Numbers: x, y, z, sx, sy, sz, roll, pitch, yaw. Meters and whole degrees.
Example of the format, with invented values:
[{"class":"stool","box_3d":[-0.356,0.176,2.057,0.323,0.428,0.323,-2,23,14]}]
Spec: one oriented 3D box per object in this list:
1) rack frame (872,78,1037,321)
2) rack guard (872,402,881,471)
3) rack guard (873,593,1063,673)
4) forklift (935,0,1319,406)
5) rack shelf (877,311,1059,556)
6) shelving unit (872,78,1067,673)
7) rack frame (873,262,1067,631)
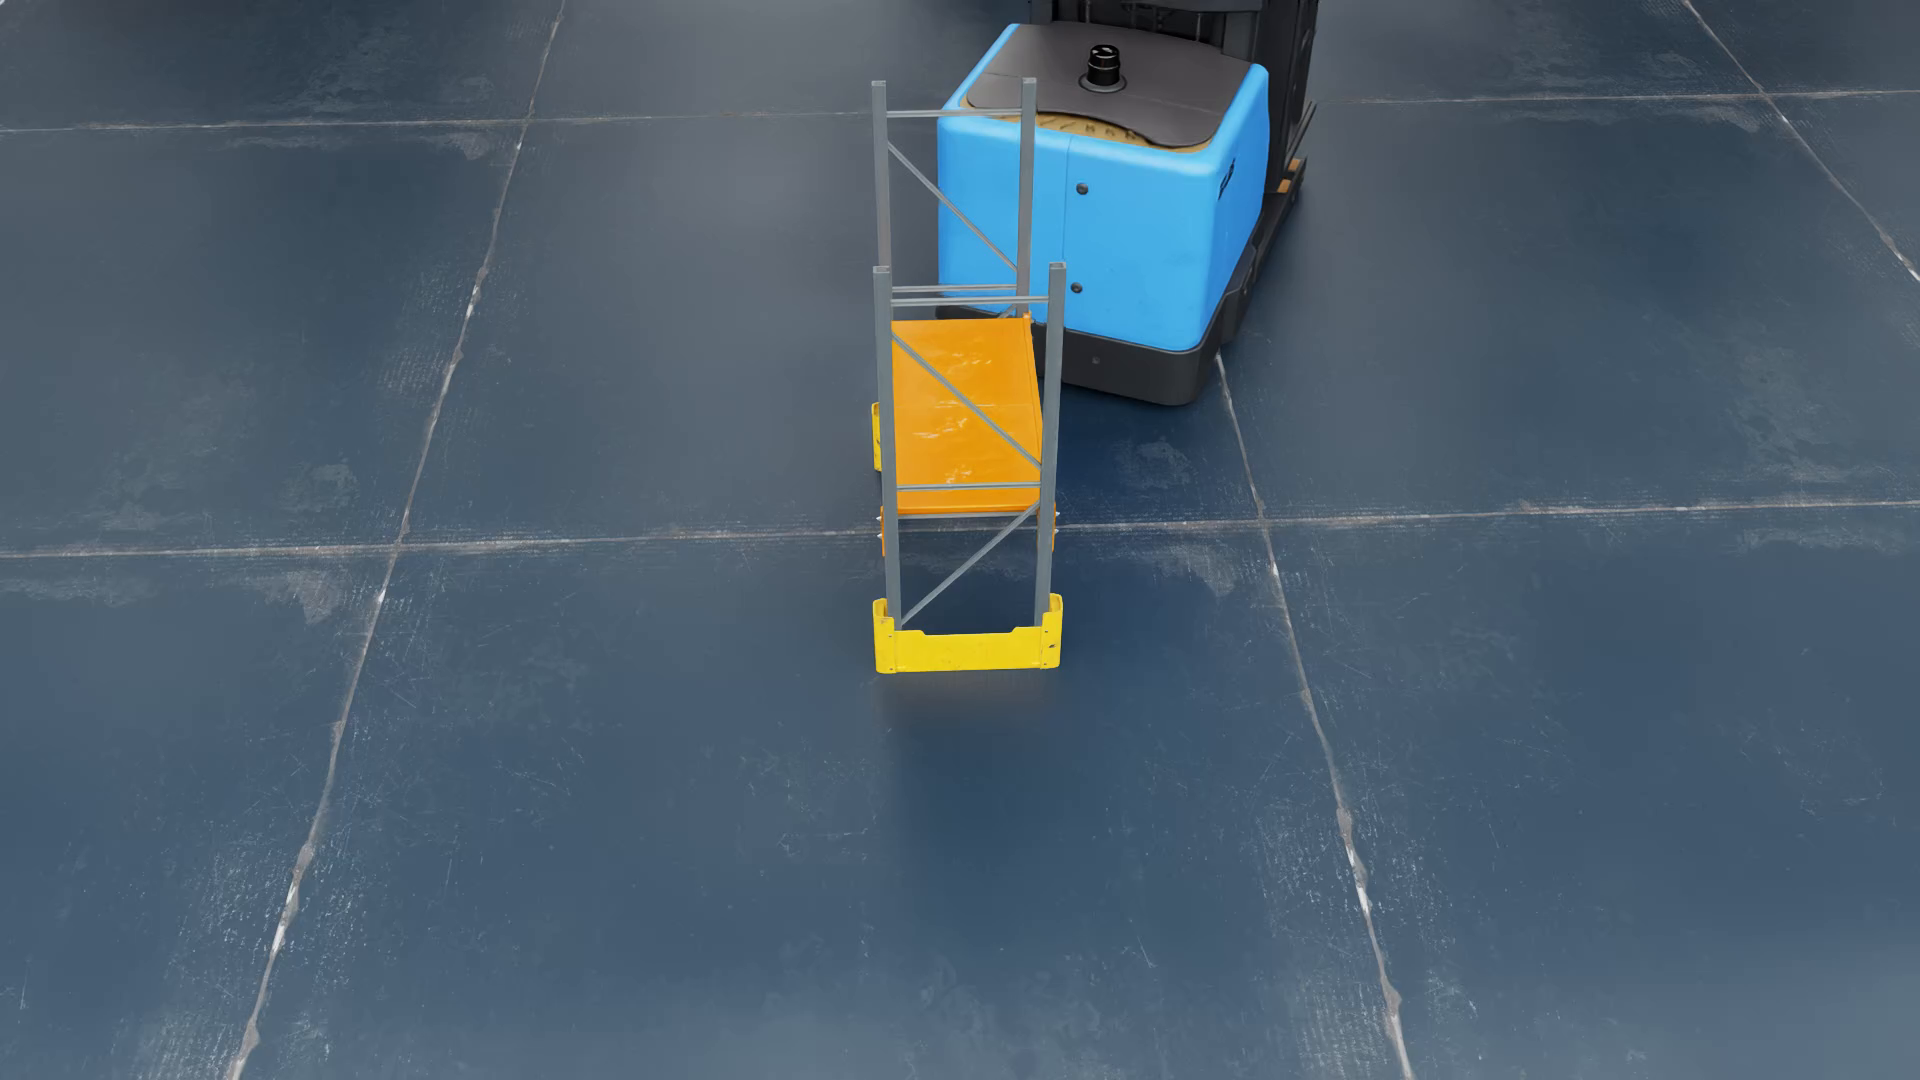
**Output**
[{"class":"rack frame","box_3d":[-0.018,-0.838,5.555,0.500,1.500,0.032,-2,43,-2]},{"class":"rack guard","box_3d":[-0.018,-0.377,5.976,0.587,0.250,0.087,-2,43,-2]},{"class":"rack guard","box_3d":[0.024,0.296,5.243,0.587,0.250,0.087,-2,43,-2]},{"class":"forklift","box_3d":[0.902,-2.587,6.404,1.130,2.935,3.031,14,44,15]},{"class":"rack shelf","box_3d":[0.004,-0.363,5.302,0.538,0.185,1.000,-2,43,-2]},{"class":"shelving unit","box_3d":[0.003,-0.501,5.187,0.587,1.500,1.083,-2,43,-2]},{"class":"rack frame","box_3d":[0.025,-0.152,4.806,0.500,1.500,0.032,-2,43,-2]}]
